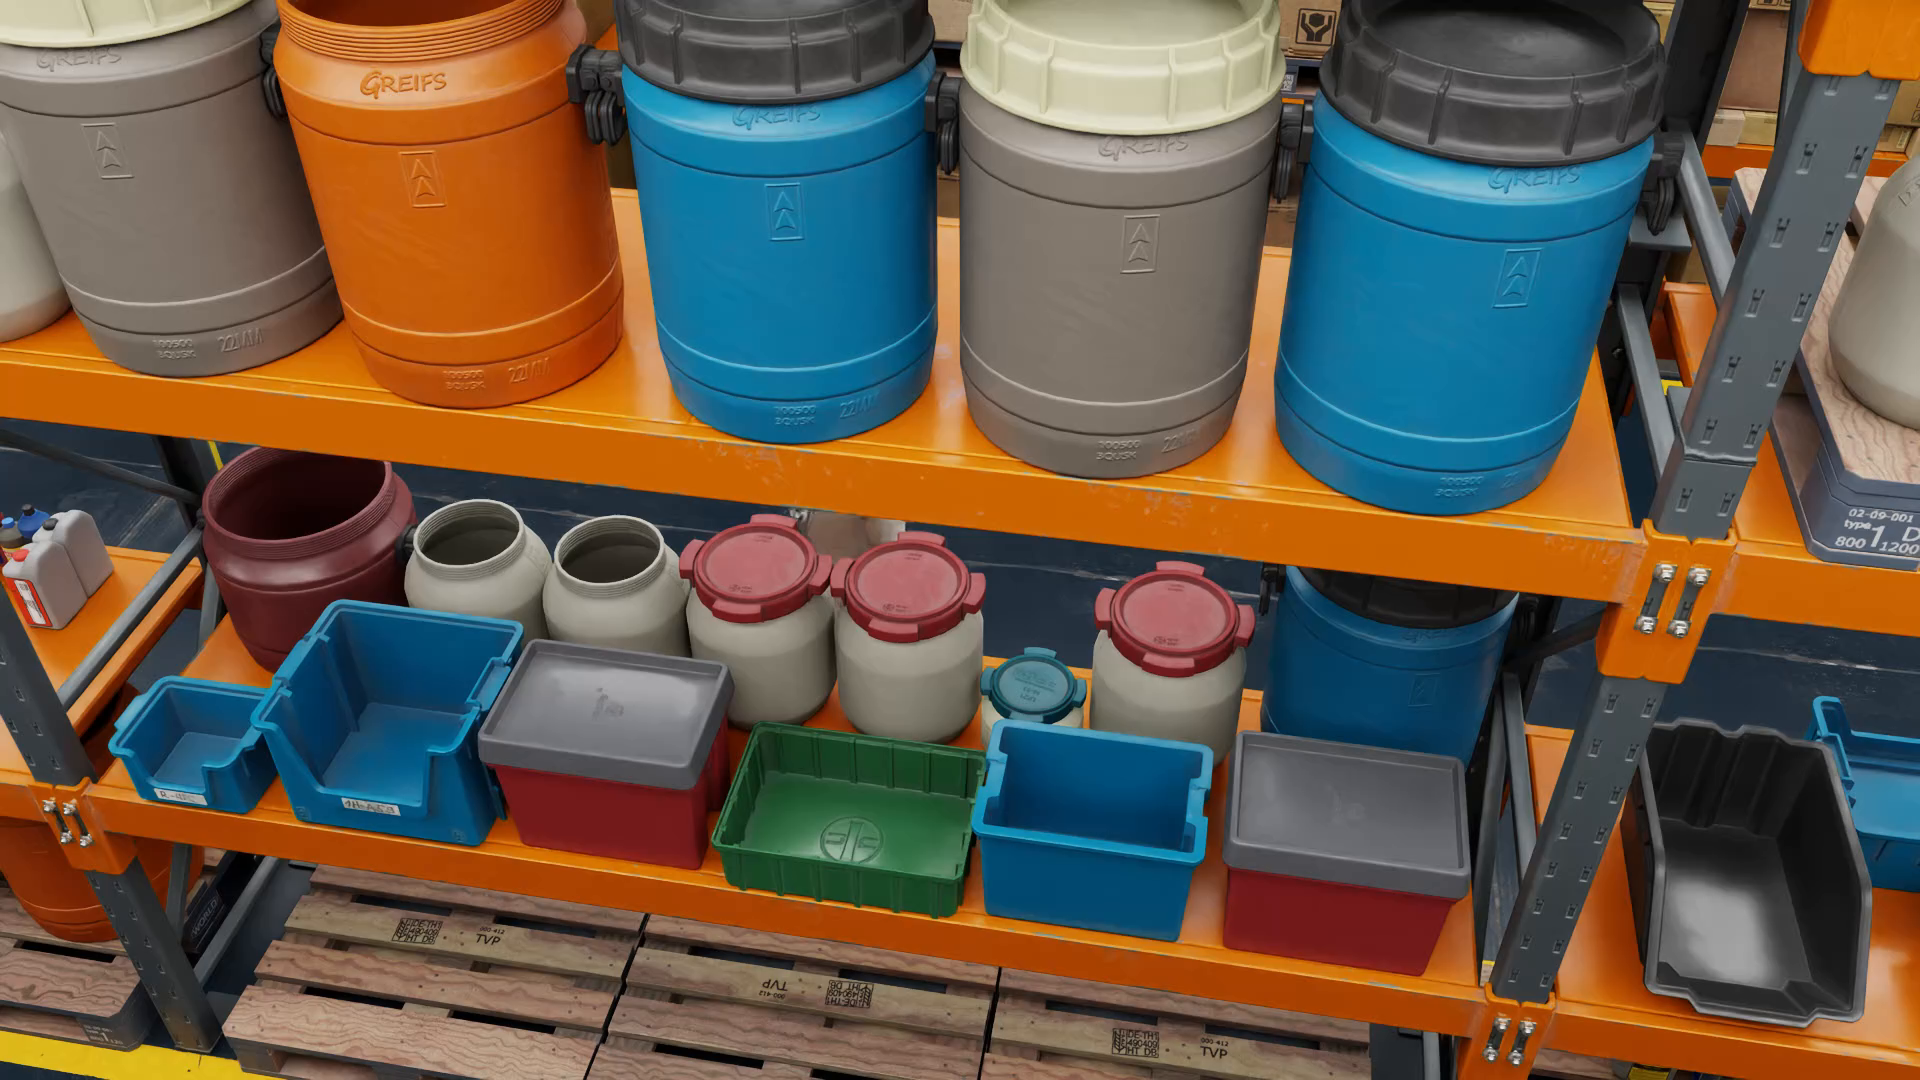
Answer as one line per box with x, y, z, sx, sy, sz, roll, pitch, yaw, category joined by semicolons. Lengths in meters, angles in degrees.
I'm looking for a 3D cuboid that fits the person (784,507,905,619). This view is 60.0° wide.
-0.458;0.195;5.930;0.870;1.765;0.607;-20;44;-22;person
